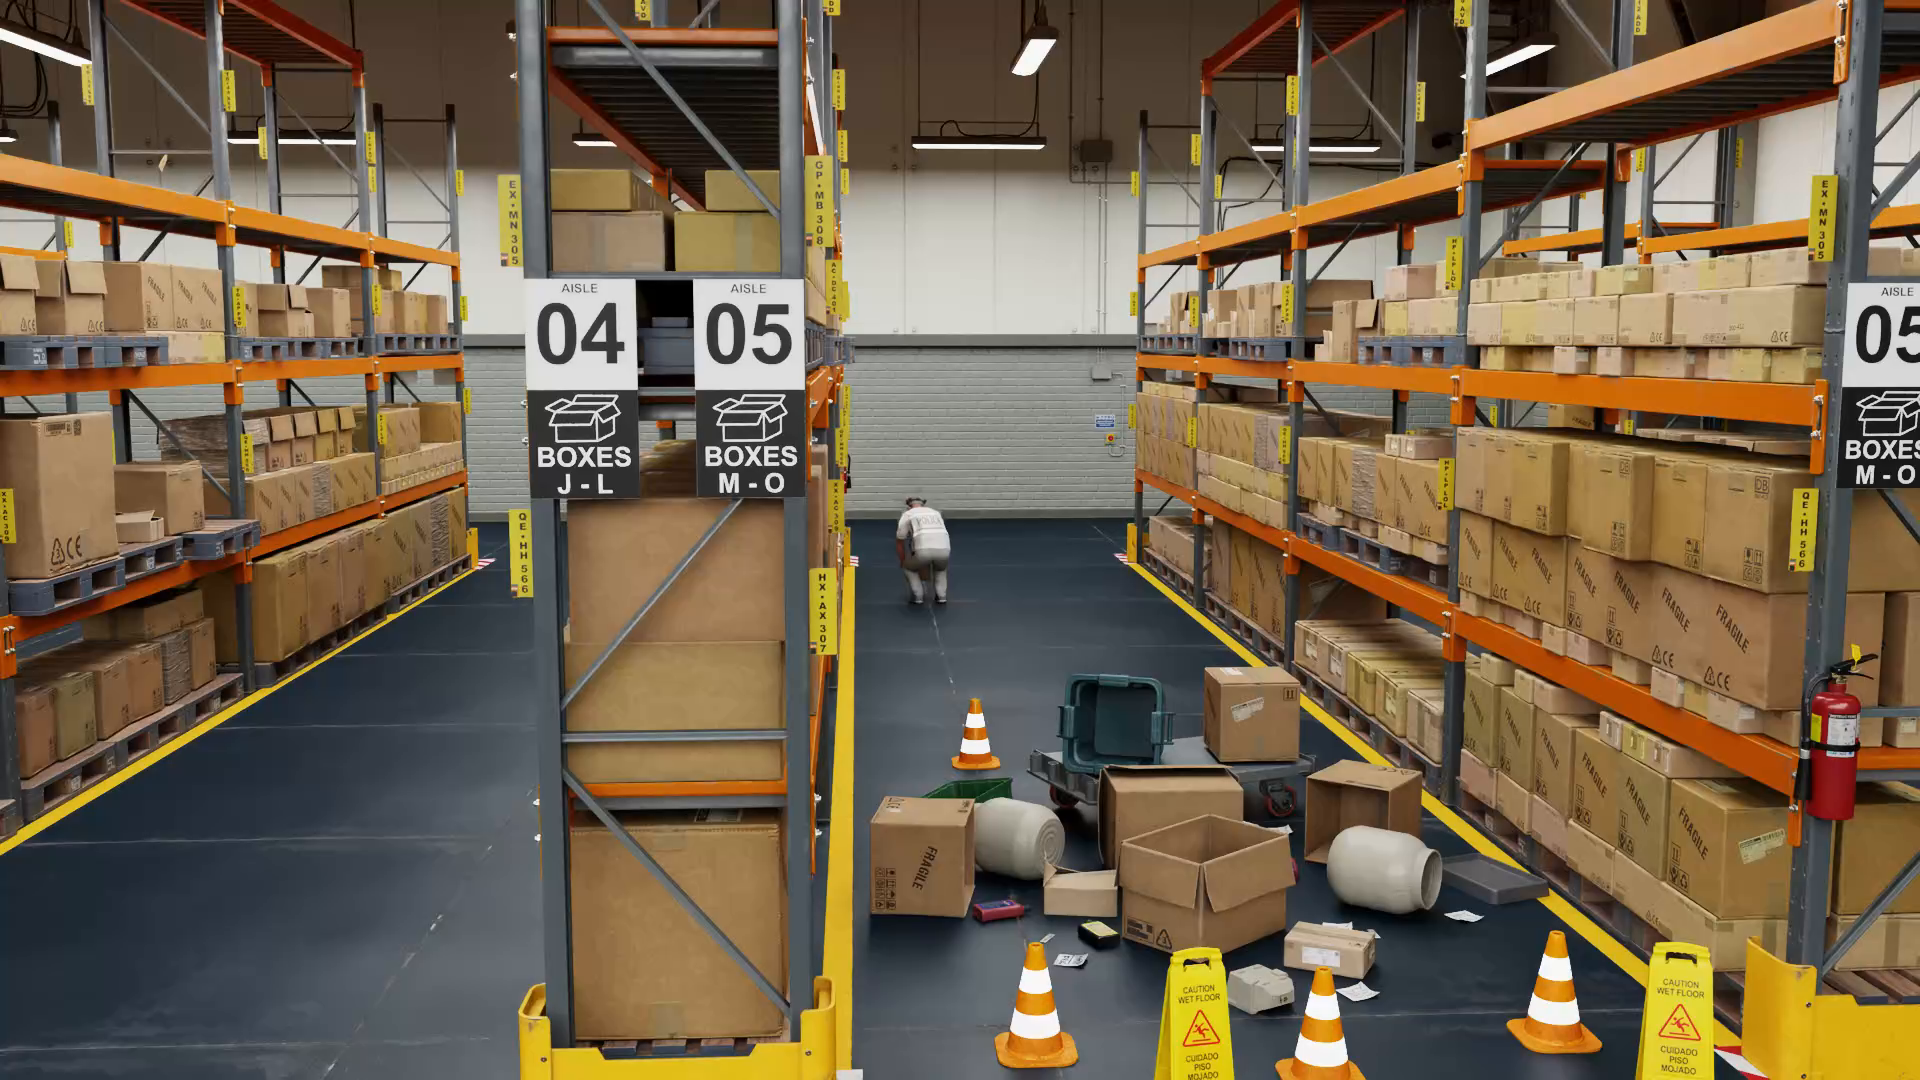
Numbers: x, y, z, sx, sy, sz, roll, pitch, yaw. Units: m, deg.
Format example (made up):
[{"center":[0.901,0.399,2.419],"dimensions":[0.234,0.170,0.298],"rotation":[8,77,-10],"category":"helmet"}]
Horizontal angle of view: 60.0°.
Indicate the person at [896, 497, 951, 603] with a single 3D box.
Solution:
[{"center":[-0.425,0.121,19.126],"dimensions":[0.577,1.183,0.898],"rotation":[-2,7,-13],"category":"person"}]
